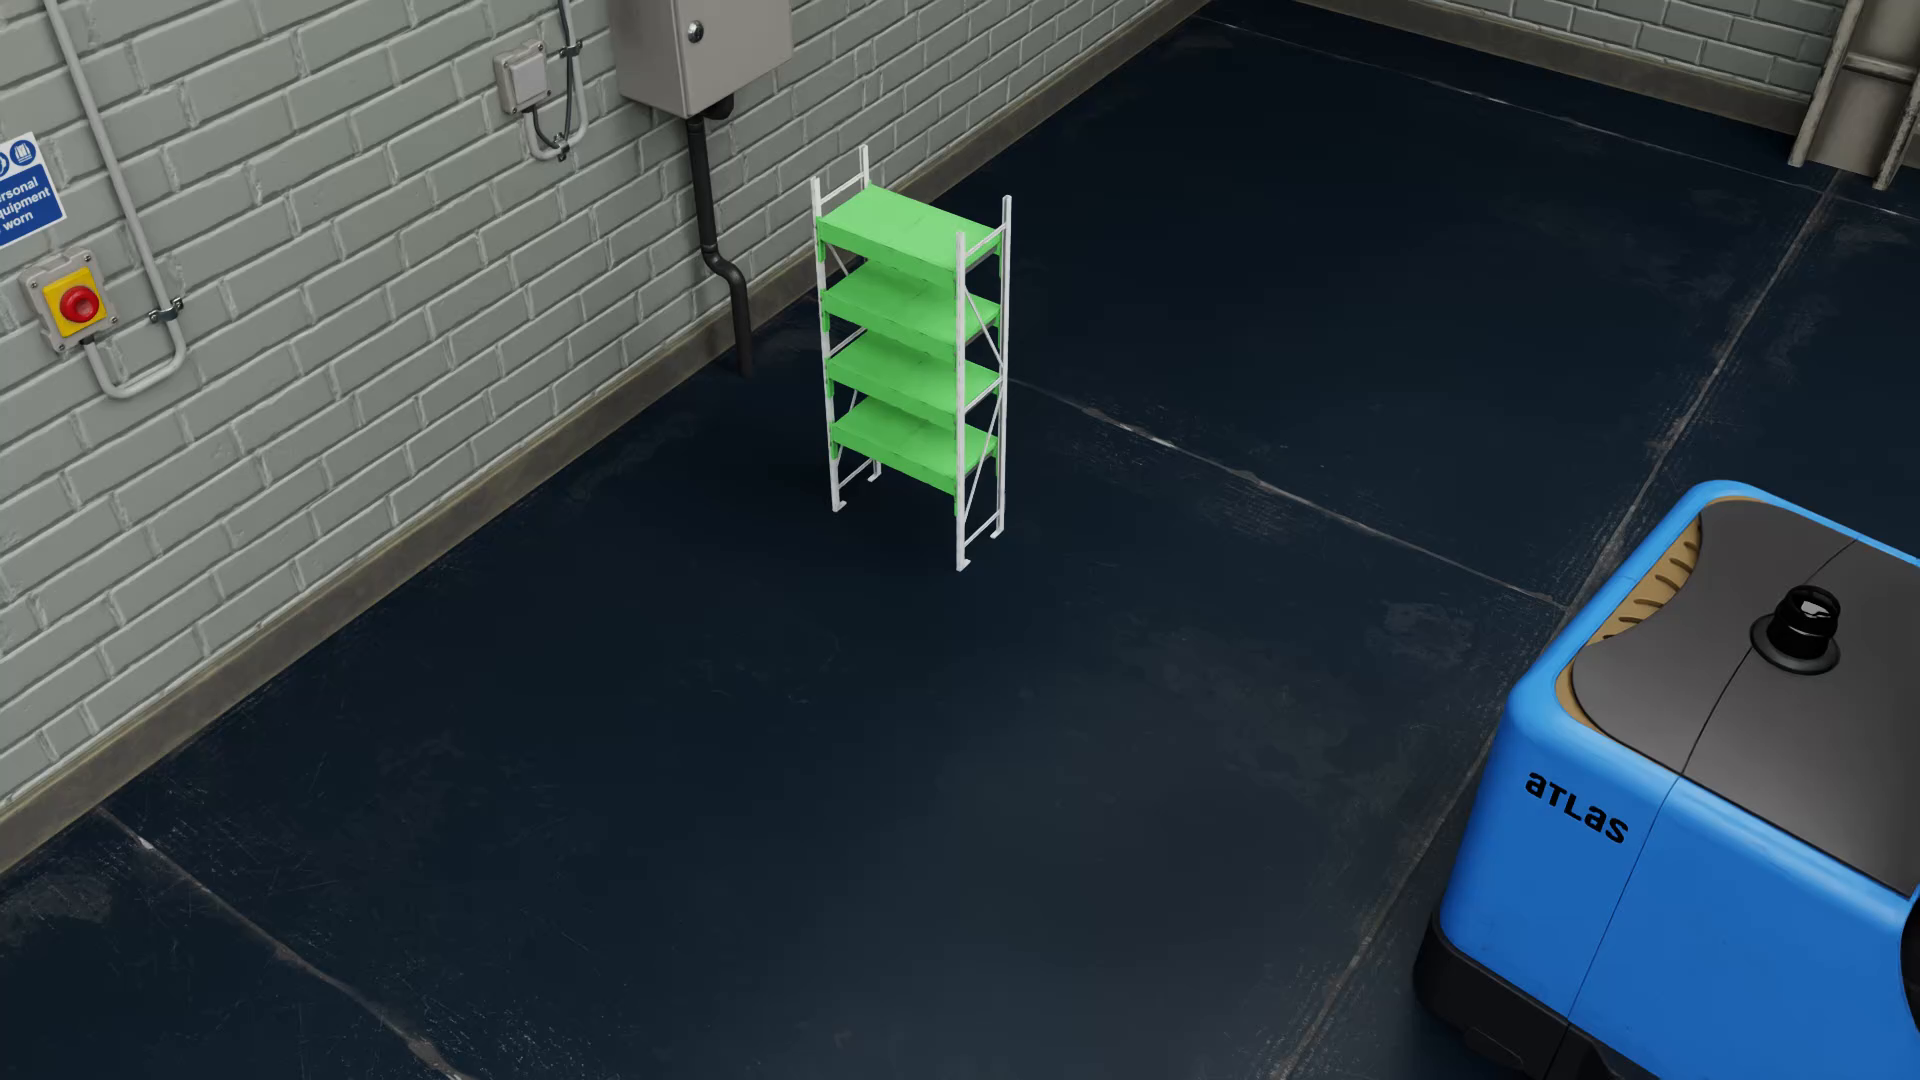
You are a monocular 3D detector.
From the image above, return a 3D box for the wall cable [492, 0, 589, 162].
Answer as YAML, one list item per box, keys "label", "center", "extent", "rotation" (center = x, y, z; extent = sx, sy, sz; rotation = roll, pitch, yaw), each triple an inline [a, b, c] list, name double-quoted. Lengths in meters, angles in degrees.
- label: "wall cable"
  center: [-1.240, -1.784, 4.232]
  extent: [0.122, 1.984, 0.588]
  rotation: [25, 48, 25]

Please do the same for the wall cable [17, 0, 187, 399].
- label: "wall cable"
  center: [-2.045, -1.016, 3.351]
  extent: [0.123, 1.953, 0.585]
  rotation: [25, 48, 25]

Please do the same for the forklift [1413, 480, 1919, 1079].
- label: "forklift"
  center: [2.513, 0.441, 2.560]
  extent: [3.031, 2.935, 1.130]
  rotation: [31, 50, 30]

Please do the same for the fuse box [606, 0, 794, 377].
- label: "fuse box"
  center: [-0.719, -1.237, 5.349]
  extent: [0.414, 1.711, 0.539]
  rotation: [25, 48, 25]

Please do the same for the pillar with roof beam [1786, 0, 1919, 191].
- label: "pillar with roof beam"
  center: [1.270, -2.601, 1.408]
  extent: [0.400, 9.000, 9.100]
  rotation: [25, 48, 25]

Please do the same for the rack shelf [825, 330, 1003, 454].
- label: "rack shelf"
  center: [-0.136, -0.463, 4.963]
  extent: [0.480, 0.148, 0.258]
  rotation: [25, 48, 25]

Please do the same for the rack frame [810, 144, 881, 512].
- label: "rack frame"
  center: [-0.335, -0.604, 5.025]
  extent: [0.015, 1.200, 0.240]
  rotation: [25, 48, 25]

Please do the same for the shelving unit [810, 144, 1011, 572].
- label: "shelving unit"
  center: [-0.136, -0.511, 4.921]
  extent: [0.503, 1.200, 0.258]
  rotation: [25, 48, 25]

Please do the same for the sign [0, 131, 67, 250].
- label: "sign"
  center: [-2.123, -0.724, 3.607]
  extent: [0.001, 0.218, 0.327]
  rotation: [25, 48, 25]

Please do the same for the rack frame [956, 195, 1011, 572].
- label: "rack frame"
  center: [0.064, -0.417, 4.816]
  extent: [0.015, 1.200, 0.240]
  rotation: [25, 48, 25]

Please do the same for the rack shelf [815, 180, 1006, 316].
- label: "rack shelf"
  center: [-0.136, -0.821, 4.643]
  extent: [0.480, 0.148, 0.258]
  rotation: [25, 48, 25]

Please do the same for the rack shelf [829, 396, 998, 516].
- label: "rack shelf"
  center: [-0.136, -0.284, 5.123]
  extent: [0.480, 0.148, 0.258]
  rotation: [25, 48, 25]

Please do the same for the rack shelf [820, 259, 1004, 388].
- label: "rack shelf"
  center: [-0.136, -0.642, 4.803]
  extent: [0.480, 0.148, 0.258]
  rotation: [25, 48, 25]
